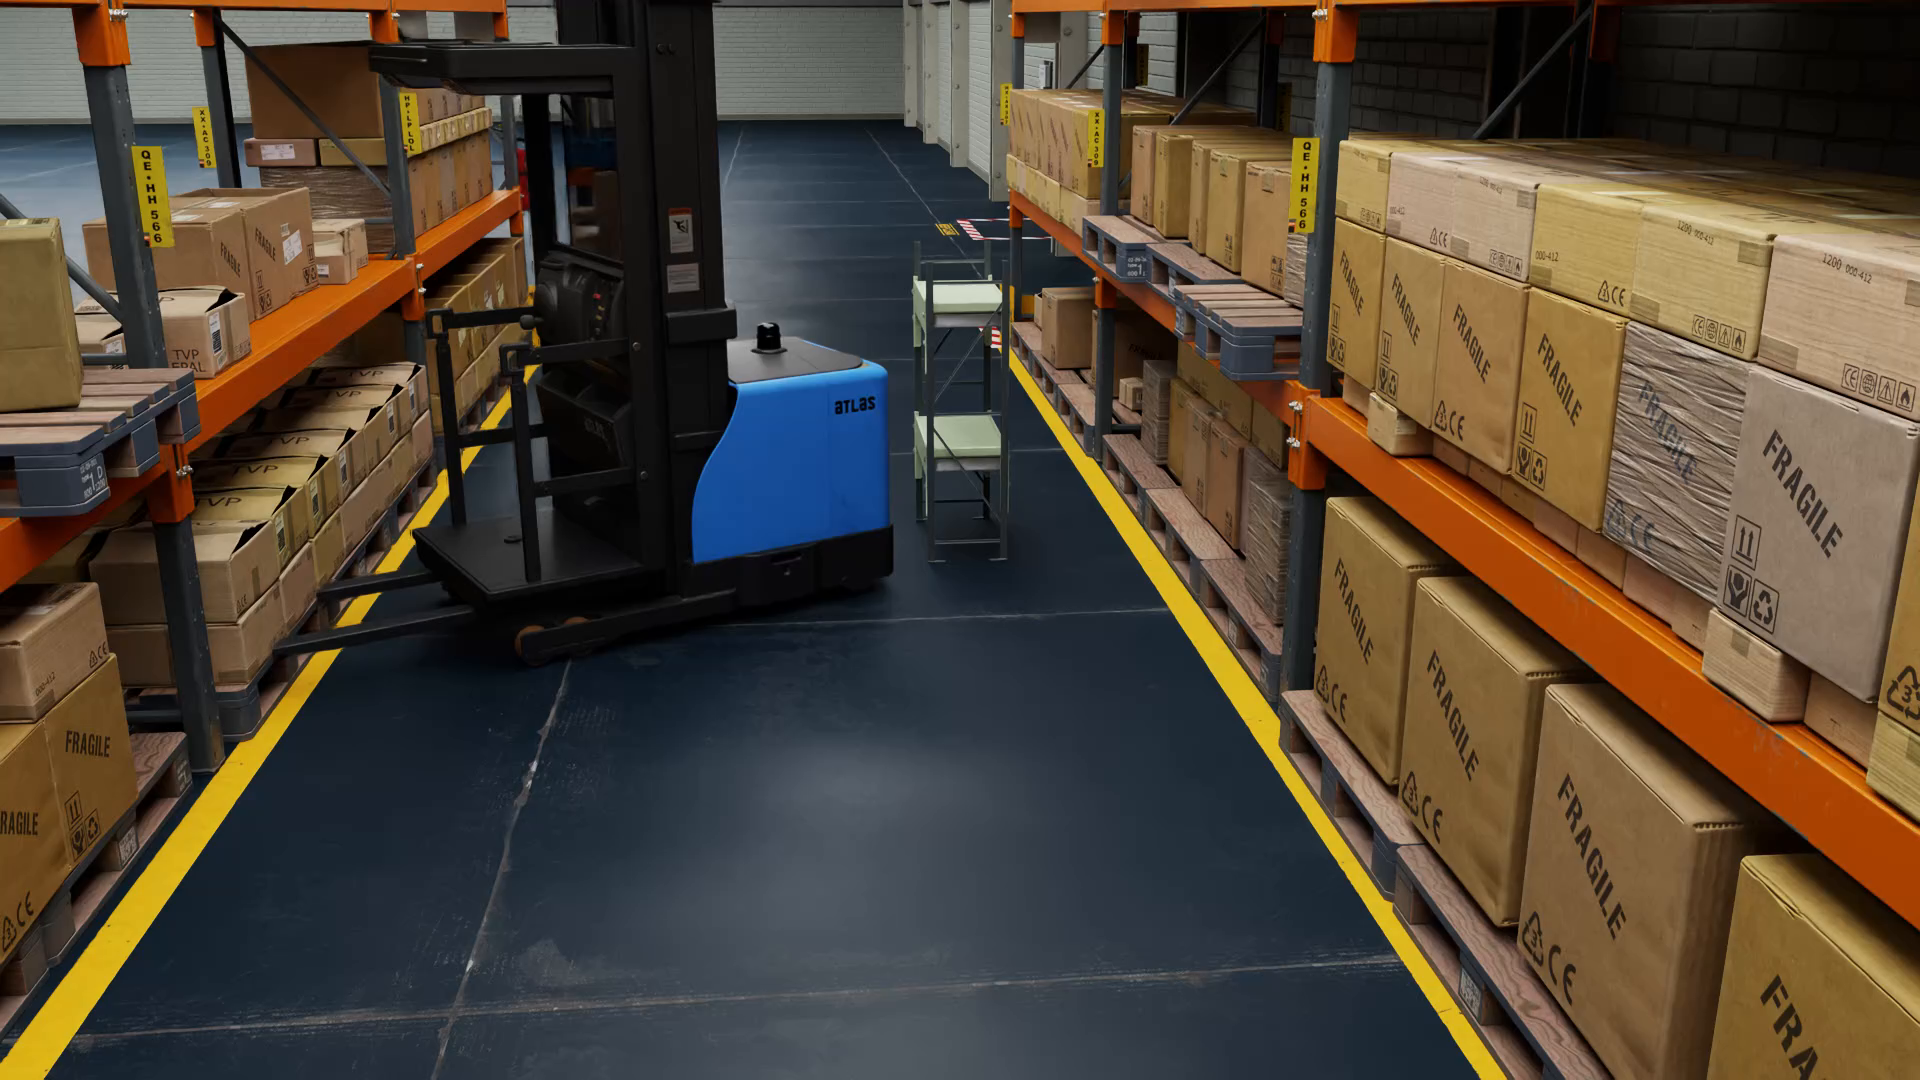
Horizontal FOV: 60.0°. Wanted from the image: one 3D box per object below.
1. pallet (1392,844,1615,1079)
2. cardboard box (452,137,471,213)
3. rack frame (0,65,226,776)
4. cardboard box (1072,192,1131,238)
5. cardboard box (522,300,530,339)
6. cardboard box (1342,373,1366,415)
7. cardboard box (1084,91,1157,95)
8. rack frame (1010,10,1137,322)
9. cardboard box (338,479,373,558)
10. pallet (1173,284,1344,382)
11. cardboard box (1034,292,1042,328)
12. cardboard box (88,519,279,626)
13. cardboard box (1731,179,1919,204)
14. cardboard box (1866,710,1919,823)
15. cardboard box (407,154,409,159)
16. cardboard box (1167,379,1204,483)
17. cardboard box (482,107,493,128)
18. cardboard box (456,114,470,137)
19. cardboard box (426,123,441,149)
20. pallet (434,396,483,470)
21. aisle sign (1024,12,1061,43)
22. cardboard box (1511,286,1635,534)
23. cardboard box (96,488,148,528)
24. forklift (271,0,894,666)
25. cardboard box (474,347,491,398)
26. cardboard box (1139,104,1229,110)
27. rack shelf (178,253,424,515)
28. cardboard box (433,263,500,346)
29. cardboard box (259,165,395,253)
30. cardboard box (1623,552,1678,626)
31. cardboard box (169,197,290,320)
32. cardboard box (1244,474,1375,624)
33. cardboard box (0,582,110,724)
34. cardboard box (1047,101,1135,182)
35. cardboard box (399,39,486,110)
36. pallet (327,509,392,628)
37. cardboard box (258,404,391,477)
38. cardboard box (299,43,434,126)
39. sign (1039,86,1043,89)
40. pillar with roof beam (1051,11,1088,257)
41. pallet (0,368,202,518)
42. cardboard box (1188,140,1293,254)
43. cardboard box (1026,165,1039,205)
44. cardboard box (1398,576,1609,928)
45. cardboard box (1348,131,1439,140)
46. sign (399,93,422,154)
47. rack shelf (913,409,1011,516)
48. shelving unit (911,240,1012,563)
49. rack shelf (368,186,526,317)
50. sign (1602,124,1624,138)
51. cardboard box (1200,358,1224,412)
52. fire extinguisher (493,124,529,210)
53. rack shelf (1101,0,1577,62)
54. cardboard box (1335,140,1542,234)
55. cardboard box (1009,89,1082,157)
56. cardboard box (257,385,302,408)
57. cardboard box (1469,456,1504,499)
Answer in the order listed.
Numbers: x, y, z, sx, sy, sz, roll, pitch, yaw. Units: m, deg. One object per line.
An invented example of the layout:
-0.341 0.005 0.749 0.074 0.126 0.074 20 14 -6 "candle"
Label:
1.872 1.188 4.542 1.003 0.211 1.213 -2 18 -6 "pallet"
-3.869 -2.576 11.707 0.700 0.500 0.500 -2 18 -5 "cardboard box"
-3.183 -0.589 5.544 1.000 3.000 0.127 -2 18 -6 "rack frame"
0.981 -2.004 10.270 0.500 0.250 0.500 -2 18 -6 "cardboard box"
-3.659 -1.710 13.005 0.500 0.250 0.500 -2 18 -6 "cardboard box"
1.547 -0.527 5.735 0.380 0.149 0.250 -2 18 -6 "cardboard box"
1.220 -3.138 12.629 0.500 0.500 0.500 -2 17 -5 "cardboard box"
0.918 -3.126 13.627 1.000 3.000 0.127 -2 18 -6 "rack frame"
-3.110 -0.099 7.875 0.500 0.250 0.500 -1 17 -5 "cardboard box"
1.564 -0.860 6.730 1.213 0.211 1.003 -2 18 -6 "pallet"
0.900 -1.844 13.299 0.500 0.311 0.500 -4 18 -12 "cardboard box"
-2.945 0.090 6.335 0.500 0.311 0.500 -1 17 -4 "cardboard box"
2.201 -0.714 3.993 0.500 0.250 0.500 -2 18 -7 "cardboard box"
1.790 0.393 2.804 0.380 0.149 0.250 -1 17 -5 "cardboard box"
-3.457 -2.298 9.740 0.380 0.149 0.250 -2 17 -5 "cardboard box"
1.527 -0.581 8.957 0.700 0.500 0.500 -2 18 -7 "cardboard box"
-3.780 -3.221 12.680 0.380 0.149 0.250 -2 18 -7 "cardboard box"
-3.674 -2.914 11.701 0.380 0.149 0.250 -1 17 -4 "cardboard box"
-3.568 -2.607 10.725 0.380 0.149 0.250 -2 18 -7 "cardboard box"
-3.636 -0.688 10.517 1.003 0.211 1.213 -2 18 -6 "pallet"
0.612 -4.379 13.277 0.394 0.787 0.004 -2 18 -6 "aisle sign"
1.695 -0.330 4.024 0.500 0.500 0.500 -1 17 -4 "cardboard box"
-3.543 -0.048 6.775 0.500 0.311 0.500 -2 18 -6 "cardboard box"
-1.829 -1.050 7.129 3.031 2.935 1.130 -11 21 -32 "forklift"
-3.435 -1.115 11.109 0.500 0.250 0.500 -2 18 -6 "cardboard box"
1.441 -2.531 10.696 0.500 0.500 0.500 -2 18 -6 "cardboard box"
-3.390 -0.841 7.550 1.077 0.370 4.000 -2 18 -6 "rack shelf"
-3.489 -1.621 11.471 0.500 0.500 0.500 -2 18 -6 "cardboard box"
-3.648 -1.960 9.746 0.700 0.500 0.500 -2 18 -7 "cardboard box"
1.752 0.087 3.777 0.380 0.149 0.250 -2 18 -7 "cardboard box"
-3.427 -1.293 7.619 0.500 0.500 0.500 -2 18 -6 "cardboard box"
1.617 0.027 7.022 0.700 0.500 0.500 -2 17 -5 "cardboard box"
-2.844 0.324 4.823 0.500 0.250 0.500 -1 17 -4 "cardboard box"
0.876 -2.660 11.109 0.500 0.500 0.500 -2 18 -7 "cardboard box"
-3.968 -3.484 12.432 0.700 0.500 0.500 -2 18 -5 "cardboard box"
-3.352 0.133 7.902 1.003 0.211 1.213 -2 18 -6 "pallet"
-3.160 -0.521 8.282 0.500 0.311 0.500 -2 18 -6 "cardboard box"
-3.752 -2.879 10.506 0.700 0.500 0.500 -2 18 -6 "cardboard box"
1.052 -5.906 21.536 0.001 0.109 0.331 -2 18 -6 "sign"
-3.050 -7.461 17.420 9.100 9.000 0.400 -2 18 -6 "pillar with roof beam"
-3.044 -0.297 4.937 1.213 0.211 1.003 -2 18 -6 "pallet"
1.499 -1.677 8.111 0.700 0.500 0.500 1 17 2 "cardboard box"
0.767 -2.603 12.177 0.500 0.250 0.500 -2 18 -7 "cardboard box"
1.773 0.567 4.752 0.750 0.750 0.750 -2 18 -6 "cardboard box"
1.630 -1.507 6.485 0.380 0.149 0.250 -5 18 -15 "cardboard box"
-3.057 -2.315 9.241 0.100 0.325 0.005 -2 18 -6 "sign"
-0.001 -0.407 8.556 0.431 0.370 0.720 -2 18 -6 "rack shelf"
-0.001 -0.718 8.459 0.431 1.500 0.755 -2 18 -6 "shelving unit"
-3.802 -2.033 11.346 1.077 0.370 4.000 -2 18 -6 "rack shelf"
2.295 -1.313 5.919 0.100 0.325 0.005 -2 18 -6 "sign"
1.530 -0.805 8.419 0.500 0.250 0.500 -2 18 -7 "cardboard box"
-3.559 -2.985 13.306 0.296 0.674 0.183 -2 18 -6 "fire extinguisher"
1.537 -2.427 7.592 1.077 0.370 4.000 -2 18 -6 "rack shelf"
1.537 -1.148 5.377 0.500 0.250 0.500 -1 17 -4 "cardboard box"
0.669 -3.270 13.052 0.500 0.500 0.500 -2 18 -6 "cardboard box"
-3.755 -0.656 8.713 0.500 0.311 0.500 -2 18 -6 "cardboard box"
1.692 -0.222 4.762 0.380 0.149 0.250 -1 17 -4 "cardboard box"
